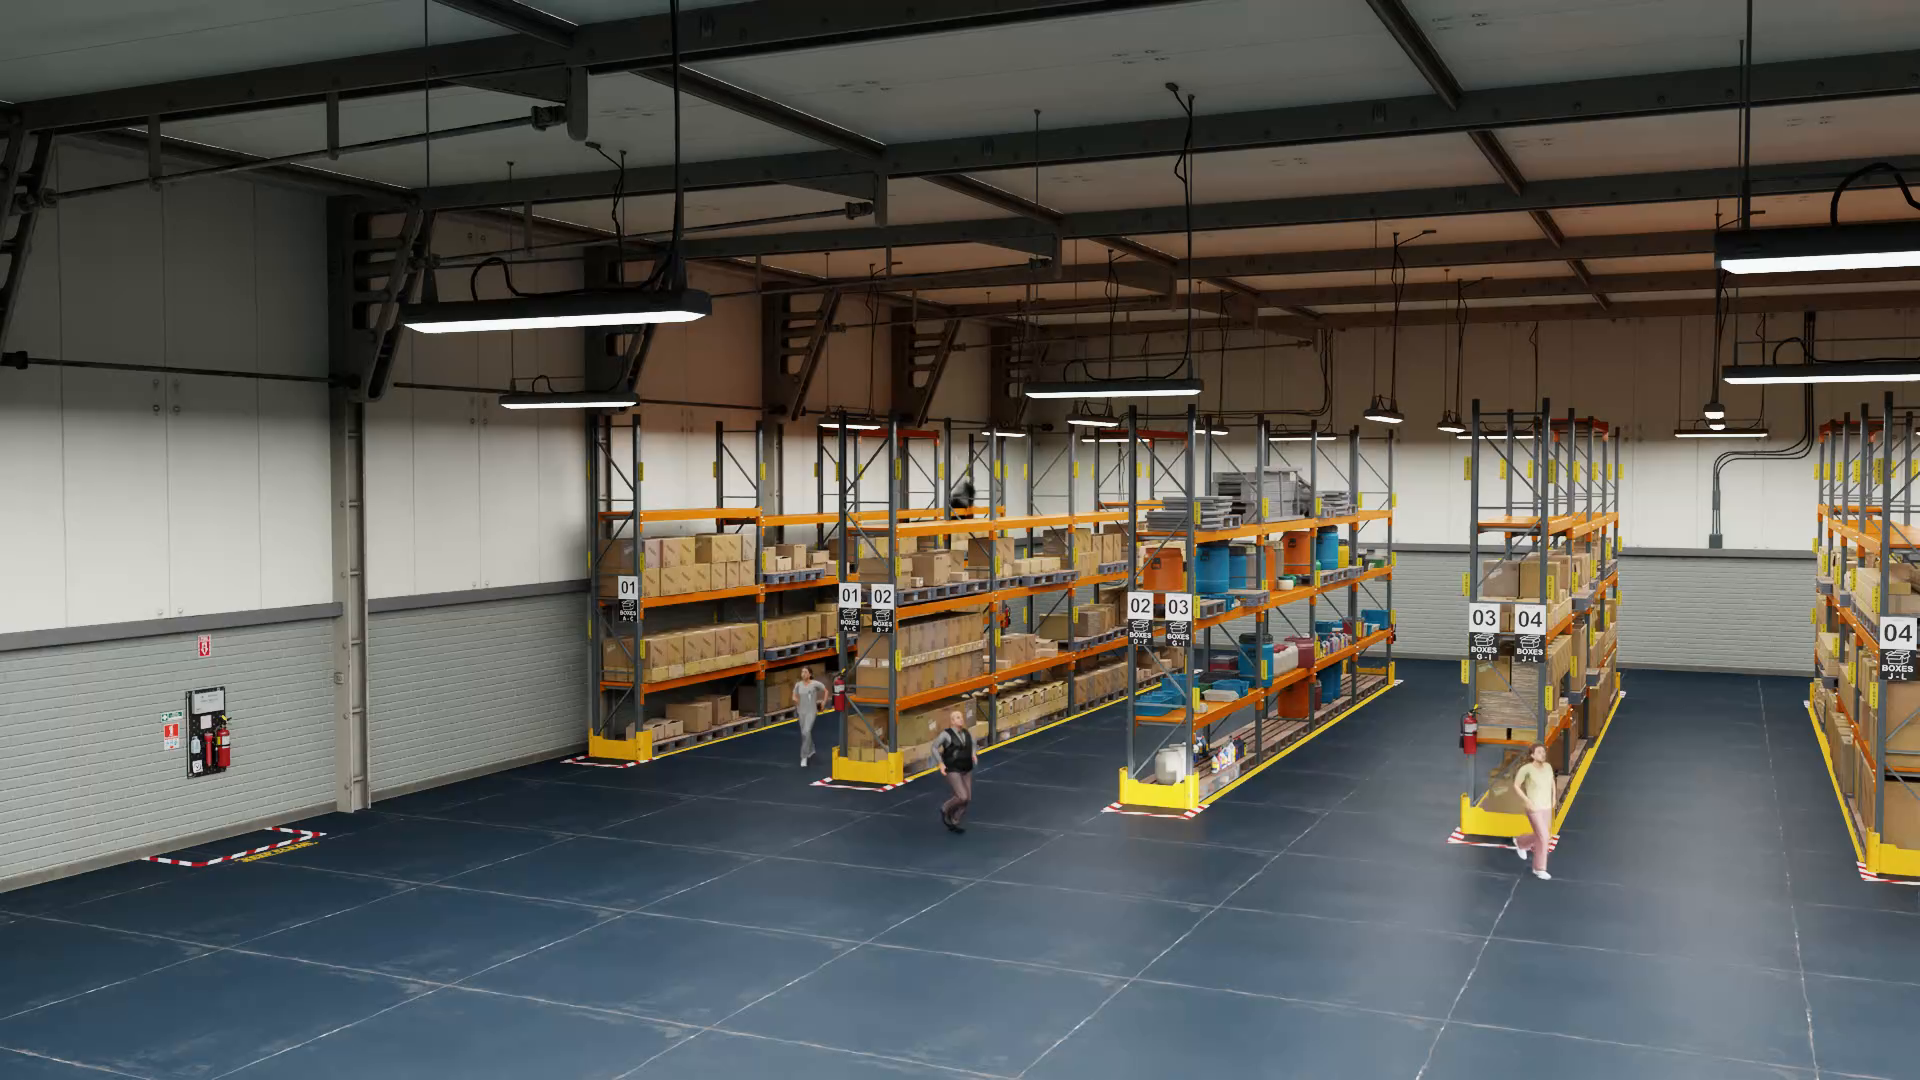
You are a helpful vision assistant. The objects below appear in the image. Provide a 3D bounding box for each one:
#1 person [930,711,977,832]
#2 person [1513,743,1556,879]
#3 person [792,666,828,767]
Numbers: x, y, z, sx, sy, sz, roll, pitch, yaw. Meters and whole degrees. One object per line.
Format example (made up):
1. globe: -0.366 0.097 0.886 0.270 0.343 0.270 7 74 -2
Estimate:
1. person: -0.002 3.211 23.020 0.658 1.676 0.572 -2 3 -38
2. person: 7.133 3.337 20.716 0.583 1.668 0.687 -1 2 -19
3. person: -2.606 3.008 28.548 0.570 1.698 0.825 1 2 19
